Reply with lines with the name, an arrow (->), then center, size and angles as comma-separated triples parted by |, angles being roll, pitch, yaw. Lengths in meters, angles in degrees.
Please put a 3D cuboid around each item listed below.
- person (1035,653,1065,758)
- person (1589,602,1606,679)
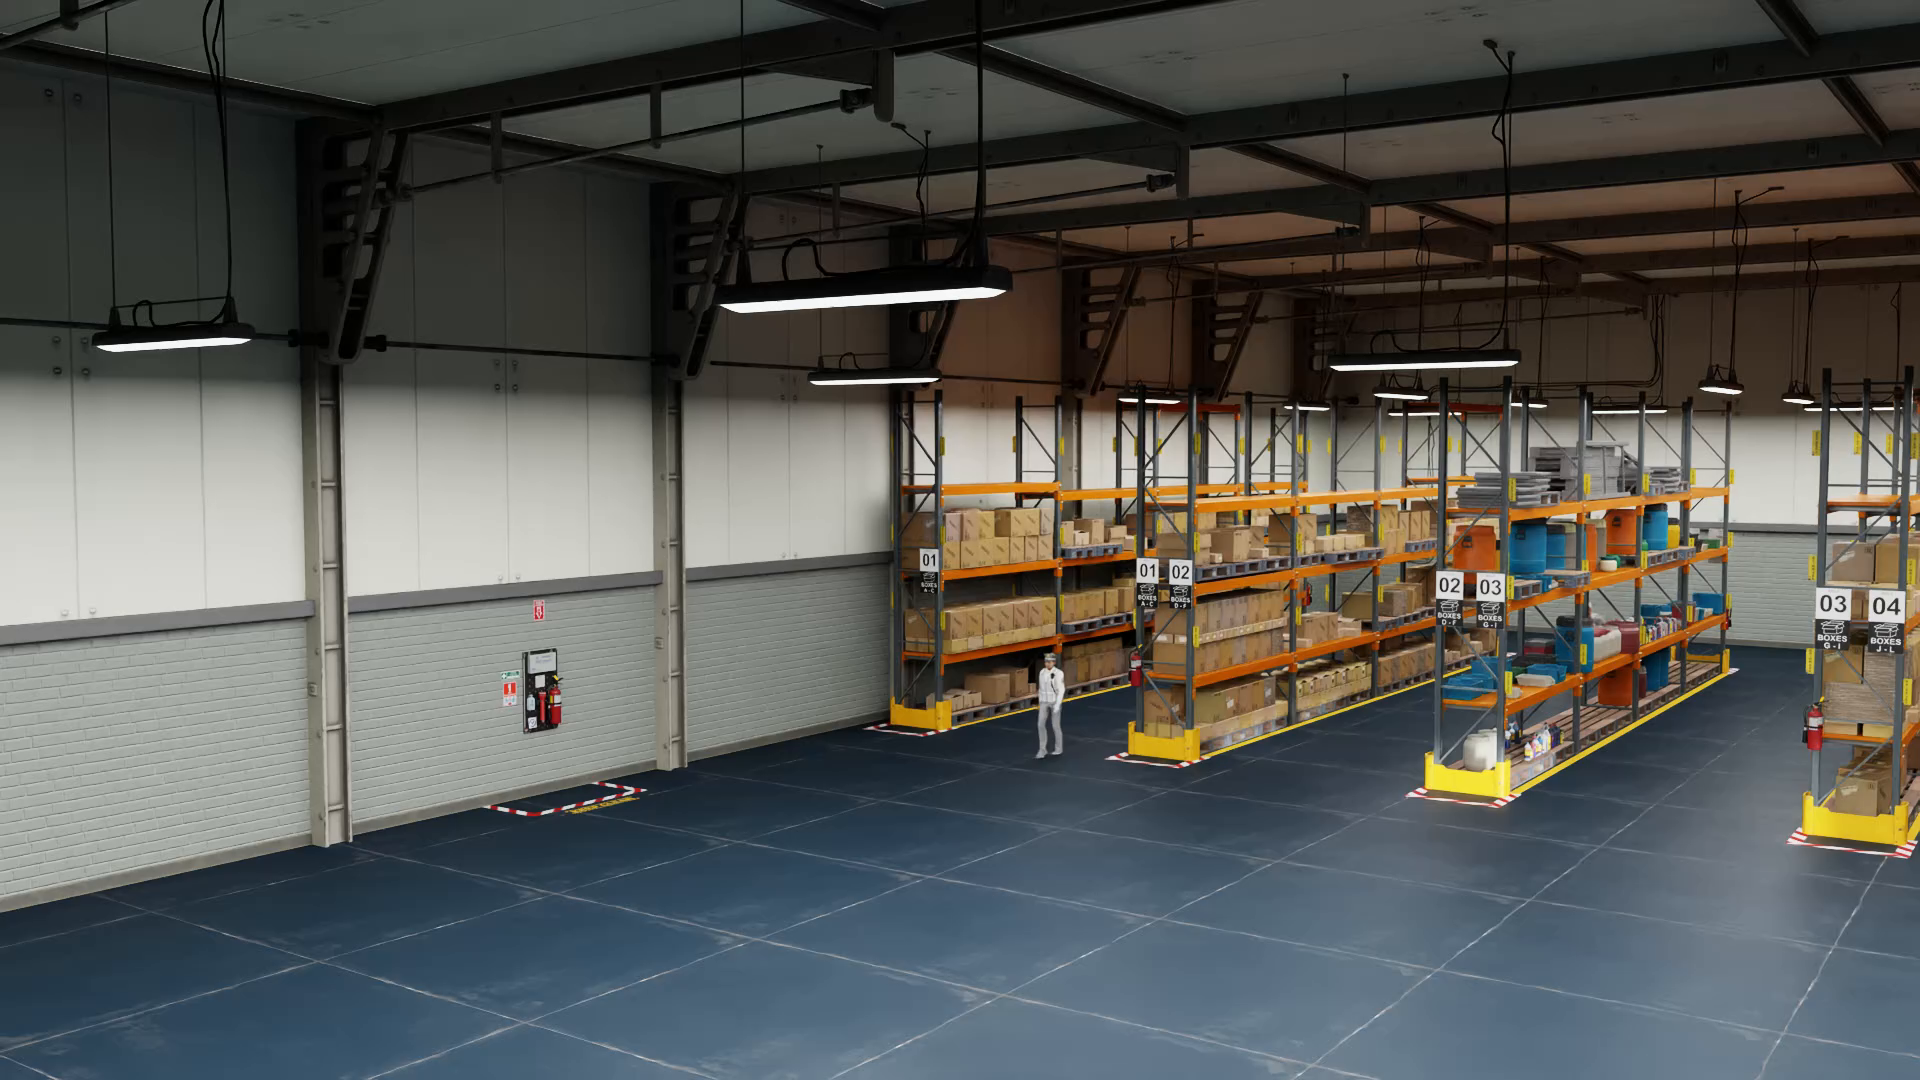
person -> 1.456, 2.681, 26.844 | 0.526, 1.703, 0.537 | 2, 4, 36
person -> 13.566, 2.155, 35.743 | 0.694, 1.685, 0.643 | 3, 4, 44
